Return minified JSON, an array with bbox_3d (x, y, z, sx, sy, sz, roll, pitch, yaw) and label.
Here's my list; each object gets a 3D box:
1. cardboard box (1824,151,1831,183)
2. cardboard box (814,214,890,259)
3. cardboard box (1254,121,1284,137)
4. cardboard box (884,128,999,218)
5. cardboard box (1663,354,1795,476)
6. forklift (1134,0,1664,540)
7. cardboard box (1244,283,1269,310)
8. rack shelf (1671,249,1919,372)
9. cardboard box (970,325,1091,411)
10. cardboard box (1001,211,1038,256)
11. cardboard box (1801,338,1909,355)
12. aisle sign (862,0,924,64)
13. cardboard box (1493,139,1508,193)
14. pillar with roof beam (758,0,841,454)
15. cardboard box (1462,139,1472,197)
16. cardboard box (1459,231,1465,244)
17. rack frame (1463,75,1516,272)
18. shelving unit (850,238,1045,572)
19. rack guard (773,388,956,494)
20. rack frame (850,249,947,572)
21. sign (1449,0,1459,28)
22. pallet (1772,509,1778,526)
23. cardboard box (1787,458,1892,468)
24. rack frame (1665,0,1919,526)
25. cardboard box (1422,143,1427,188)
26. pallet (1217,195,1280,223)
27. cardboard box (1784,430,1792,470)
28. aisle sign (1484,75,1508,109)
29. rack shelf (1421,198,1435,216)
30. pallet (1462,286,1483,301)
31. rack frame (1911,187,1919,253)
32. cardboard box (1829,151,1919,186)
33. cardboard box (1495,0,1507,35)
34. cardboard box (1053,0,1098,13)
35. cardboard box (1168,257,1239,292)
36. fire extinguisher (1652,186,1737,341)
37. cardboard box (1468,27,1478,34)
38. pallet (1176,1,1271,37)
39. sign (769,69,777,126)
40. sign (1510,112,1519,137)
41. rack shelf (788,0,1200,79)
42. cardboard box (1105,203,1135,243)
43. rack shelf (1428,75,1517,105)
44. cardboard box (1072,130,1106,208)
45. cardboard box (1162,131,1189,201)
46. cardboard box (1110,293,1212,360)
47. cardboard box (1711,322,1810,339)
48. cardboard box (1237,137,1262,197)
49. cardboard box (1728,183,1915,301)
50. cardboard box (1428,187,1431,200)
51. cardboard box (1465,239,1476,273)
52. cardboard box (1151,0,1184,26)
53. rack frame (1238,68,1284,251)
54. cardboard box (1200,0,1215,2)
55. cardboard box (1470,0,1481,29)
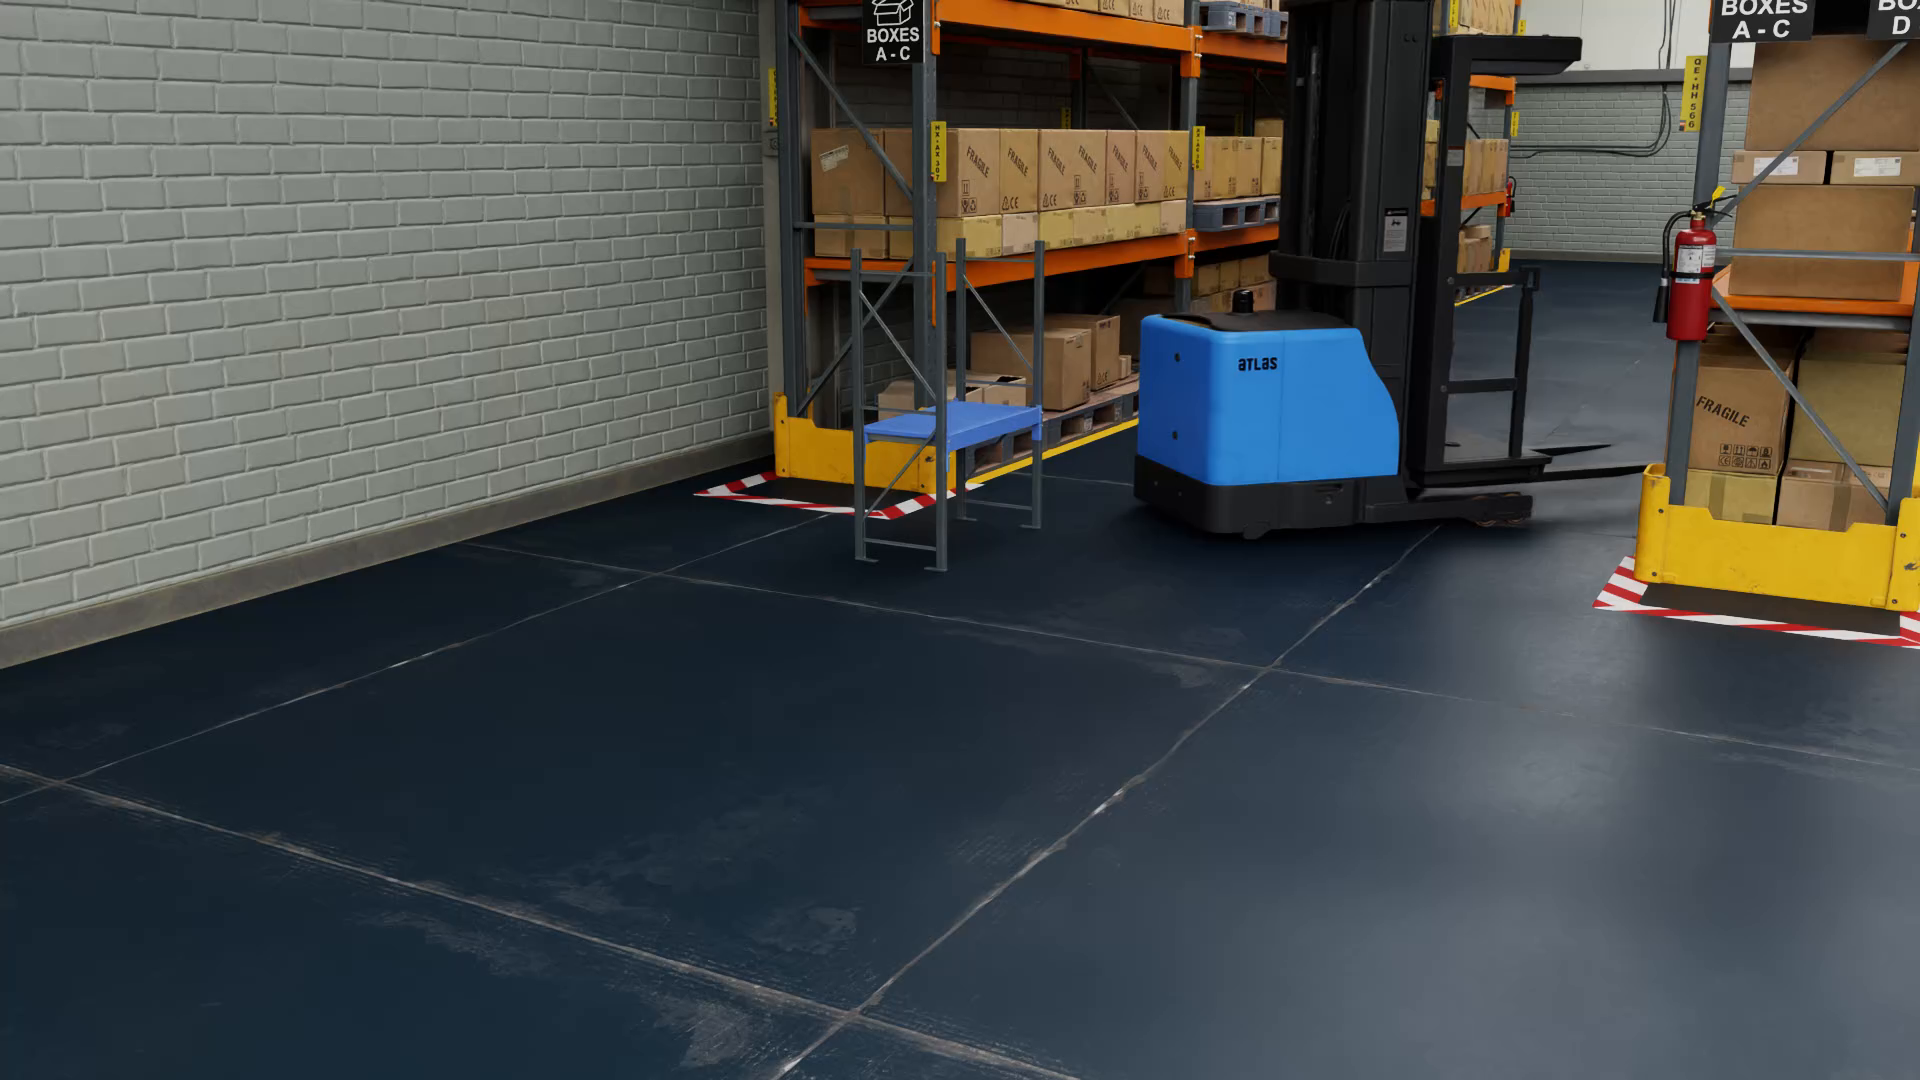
[{"bbox_3d":[3.884,-1.764,7.853,0.380,0.149,0.250,8,16,29],"label":"cardboard box"},{"bbox_3d":[-0.541,-1.861,10.131,0.500,0.250,0.500,8,16,29],"label":"cardboard box"},{"bbox_3d":[2.987,-3.884,15.708,0.380,0.149,0.250,5,14,19],"label":"cardboard box"},{"bbox_3d":[-0.103,-2.172,9.820,0.500,0.500,0.500,7,15,28],"label":"cardboard box"},{"bbox_3d":[3.740,-0.622,8.084,0.500,0.500,0.500,7,15,28],"label":"cardboard box"},{"bbox_3d":[2.540,-1.607,8.944,3.031,2.935,1.130,-4,14,-17],"label":"forklift"},{"bbox_3d":[2.401,-2.095,15.220,0.700,0.500,0.500,7,15,28],"label":"cardboard box"},{"bbox_3d":[4.708,-1.307,9.089,1.077,0.370,4.000,7,15,28],"label":"rack shelf"},{"bbox_3d":[0.490,-1.199,11.501,0.700,0.500,0.500,6,15,25],"label":"cardboard box"},{"bbox_3d":[0.155,-1.916,10.357,0.500,0.250,0.500,7,15,26],"label":"cardboard box"},{"bbox_3d":[4.665,-0.770,8.697,0.500,0.500,0.500,7,15,28],"label":"cardboard box"},{"bbox_3d":[-0.369,-3.022,9.120,0.394,0.787,0.004,7,15,28],"label":"aisle sign"},{"bbox_3d":[6.900,-5.129,22.770,0.980,0.700,0.700,8,16,31],"label":"cardboard box"},{"bbox_3d":[2.752,-4.477,7.903,9.100,9.000,0.400,7,15,28],"label":"pillar with roof beam"},{"bbox_3d":[5.838,-4.673,20.877,0.980,0.700,0.700,7,15,27],"label":"cardboard box"},{"bbox_3d":[6.232,-3.871,21.245,0.380,0.149,0.250,7,15,26],"label":"cardboard box"},{"bbox_3d":[7.137,-5.089,23.243,1.000,3.000,0.127,7,15,28],"label":"rack frame"},{"bbox_3d":[-0.041,-0.712,8.285,0.538,1.500,1.048,7,15,28],"label":"shelving unit"},{"bbox_3d":[-0.561,-0.607,9.985,1.175,0.500,0.348,7,15,28],"label":"rack guard"},{"bbox_3d":[-0.287,-0.607,7.853,0.500,1.500,0.032,7,15,28],"label":"rack frame"},{"bbox_3d":[5.683,-6.072,19.144,0.100,0.325,0.005,7,15,28],"label":"sign"},{"bbox_3d":[4.074,-0.052,8.300,1.003,0.211,1.213,7,15,28],"label":"pallet"},{"bbox_3d":[4.433,-0.301,8.355,0.500,0.250,0.500,7,15,28],"label":"cardboard box"},{"bbox_3d":[3.741,-1.246,7.302,1.000,3.000,0.127,7,15,28],"label":"rack frame"},{"bbox_3d":[4.963,-4.243,18.840,0.500,0.500,0.500,8,15,28],"label":"cardboard box"},{"bbox_3d":[2.349,-2.944,14.754,1.003,0.211,1.213,7,15,28],"label":"pallet"},{"bbox_3d":[4.213,-0.464,9.028,0.500,0.250,0.500,7,15,28],"label":"cardboard box"},{"bbox_3d":[7.435,-6.334,22.859,0.394,0.787,0.004,7,15,28],"label":"aisle sign"},{"bbox_3d":[4.237,-3.509,18.222,1.077,0.370,4.000,7,15,28],"label":"rack shelf"},{"bbox_3d":[6.229,-3.311,21.819,1.003,0.211,1.213,7,15,28],"label":"pallet"},{"bbox_3d":[5.675,-2.067,10.706,1.000,3.000,0.127,7,15,28],"label":"rack frame"},{"bbox_3d":[4.119,-1.666,7.447,0.380,0.149,0.250,7,15,28],"label":"cardboard box"},{"bbox_3d":[6.771,-6.809,21.589,0.500,0.500,0.500,8,16,30],"label":"cardboard box"},{"bbox_3d":[0.562,-3.689,10.779,0.500,0.500,0.500,8,16,31],"label":"cardboard box"},{"bbox_3d":[2.136,-2.341,14.640,0.500,0.250,0.500,7,15,26],"label":"cardboard box"},{"bbox_3d":[3.277,-1.237,7.429,0.296,0.674,0.183,7,15,28],"label":"fire extinguisher"},{"bbox_3d":[6.027,-6.122,20.336,0.500,0.250,0.500,7,15,27],"label":"cardboard box"},{"bbox_3d":[1.728,-4.109,13.177,1.213,0.211,1.003,7,15,28],"label":"pallet"},{"bbox_3d":[-1.073,-2.590,9.732,0.100,0.325,0.005,7,15,28],"label":"sign"},{"bbox_3d":[7.606,-5.703,22.813,0.100,0.325,0.005,7,15,28],"label":"sign"},{"bbox_3d":[0.370,-3.325,11.062,1.077,0.370,4.000,7,15,28],"label":"rack shelf"},{"bbox_3d":[0.895,-2.226,11.646,0.500,0.250,0.500,7,15,28],"label":"cardboard box"},{"bbox_3d":[6.171,-5.787,21.274,1.077,0.370,4.000,7,15,28],"label":"rack shelf"},{"bbox_3d":[0.639,-2.485,11.117,0.500,0.500,0.500,8,16,30],"label":"cardboard box"},{"bbox_3d":[1.379,-2.797,12.411,0.500,0.500,0.500,7,15,28],"label":"cardboard box"},{"bbox_3d":[1.678,-1.779,13.907,0.700,0.500,0.500,8,16,30],"label":"cardboard box"},{"bbox_3d":[4.693,-1.034,9.793,0.500,0.500,0.500,7,15,28],"label":"cardboard box"},{"bbox_3d":[2.180,-3.243,14.432,0.700,0.500,0.500,10,17,36],"label":"cardboard box"},{"bbox_3d":[3.978,-1.389,7.682,0.700,0.500,0.500,7,15,28],"label":"cardboard box"},{"bbox_3d":[5.288,-4.055,19.446,0.380,0.149,0.250,8,15,29],"label":"cardboard box"},{"bbox_3d":[6.402,-3.717,21.990,0.700,0.500,0.500,7,15,26],"label":"cardboard box"},{"bbox_3d":[1.307,-4.012,12.118,0.500,0.500,0.500,8,16,30],"label":"cardboard box"},{"bbox_3d":[3.270,-3.448,16.435,1.000,3.000,0.127,7,15,28],"label":"rack frame"},{"bbox_3d":[1.671,-4.441,13.047,0.500,0.500,0.500,10,17,36],"label":"cardboard box"},{"bbox_3d":[6.037,-6.492,20.272,0.500,0.500,0.500,7,15,27],"label":"cardboard box"}]
